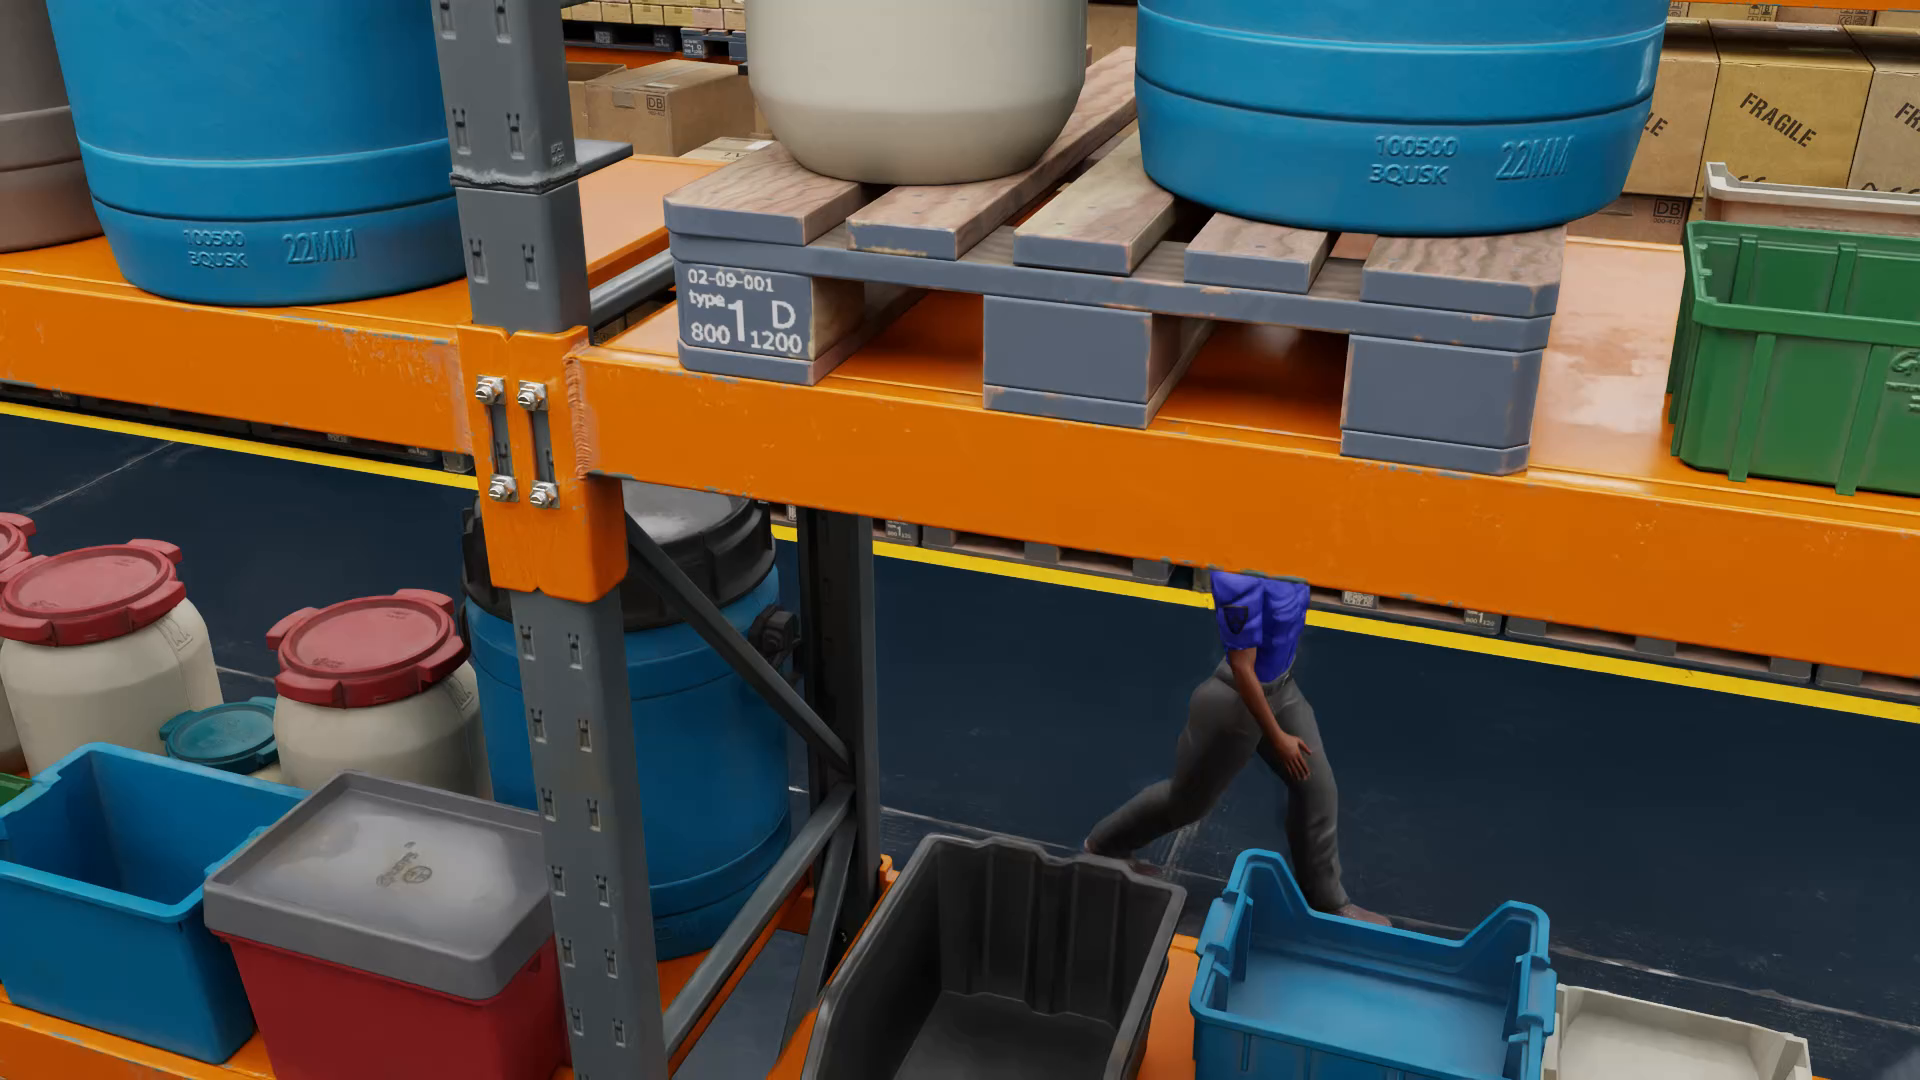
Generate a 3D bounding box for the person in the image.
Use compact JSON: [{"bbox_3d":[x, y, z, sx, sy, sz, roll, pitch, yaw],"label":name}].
[{"bbox_3d":[0.889,0.488,5.104,1.020,1.599,0.445,15,30,28],"label":"person"}]
